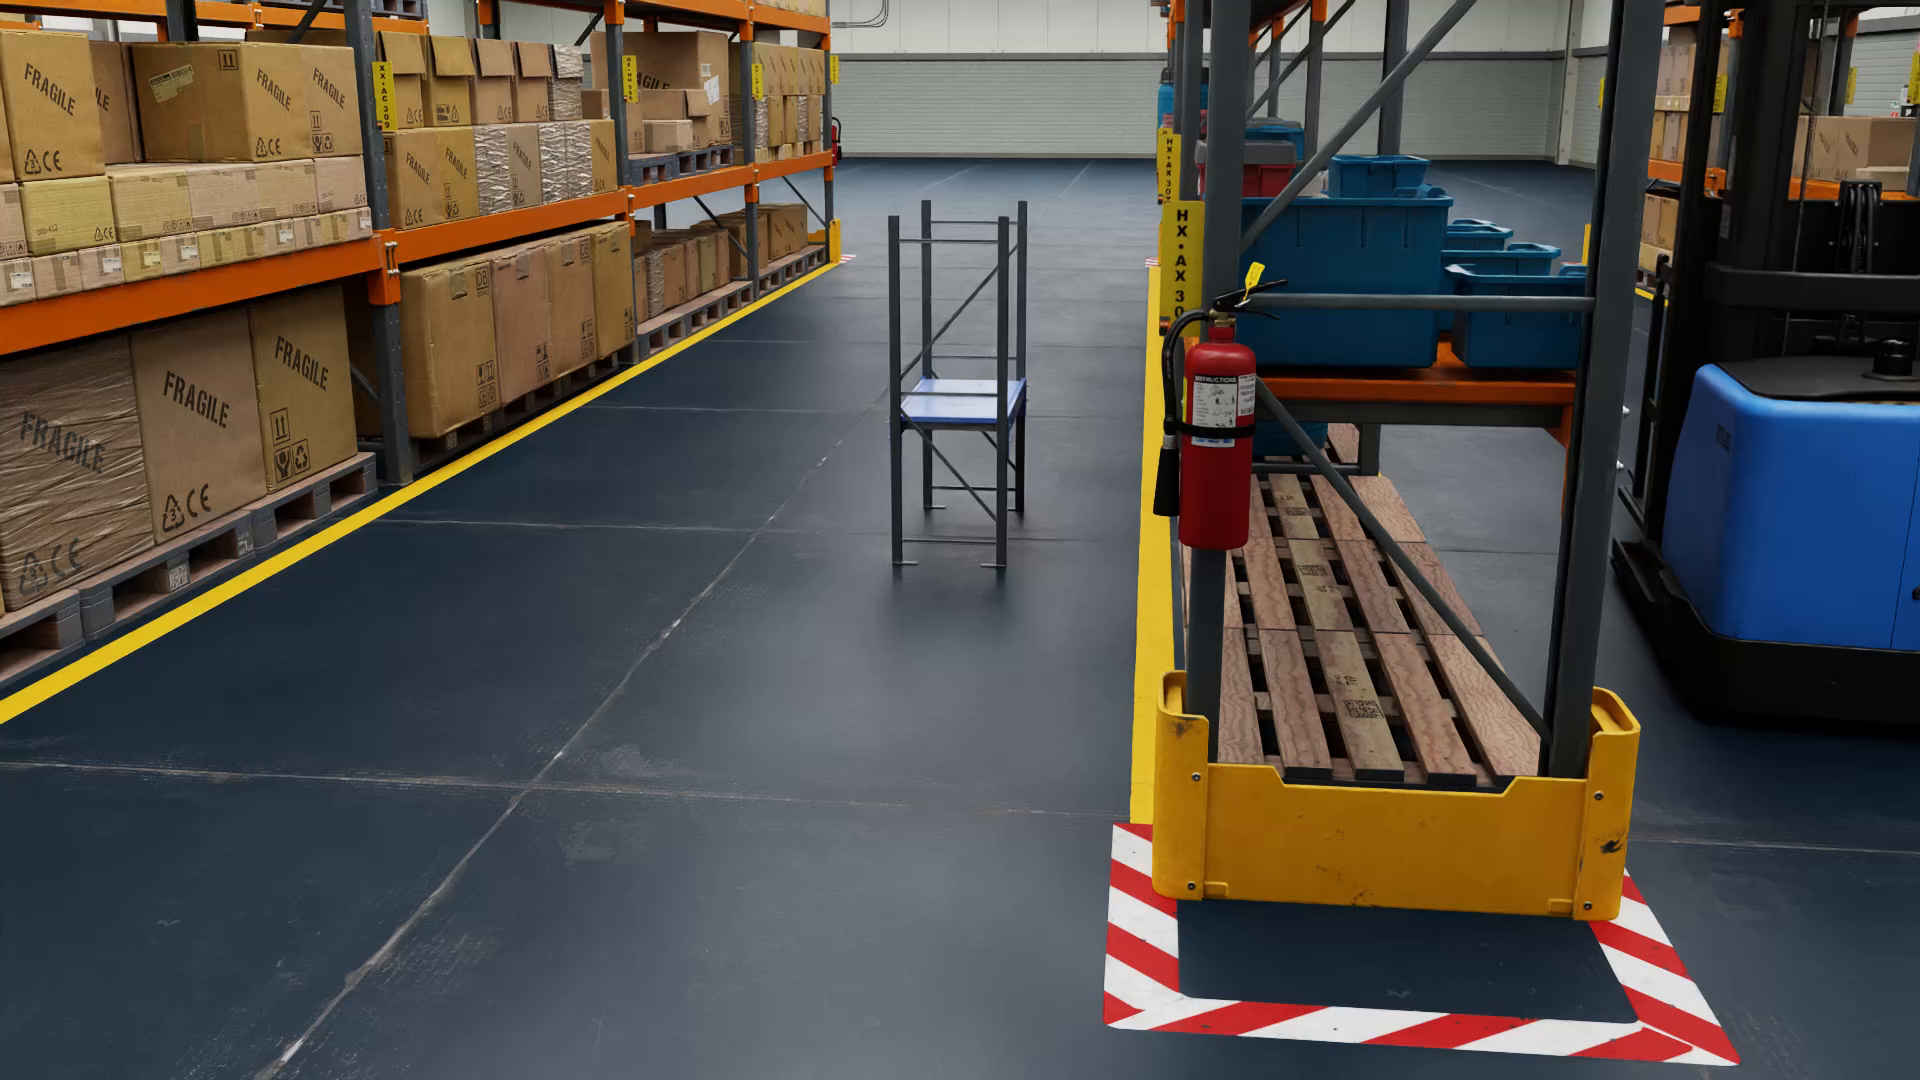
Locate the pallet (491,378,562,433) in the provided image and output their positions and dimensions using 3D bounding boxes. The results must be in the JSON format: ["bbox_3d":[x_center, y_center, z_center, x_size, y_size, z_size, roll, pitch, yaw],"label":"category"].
[{"bbox_3d":[-3.238,-0.920,10.661,1.003,0.211,1.213,2,15,6],"label":"pallet"}]

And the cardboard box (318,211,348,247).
[{"bbox_3d":[-3.123,-1.470,7.832,0.380,0.149,0.250,2,15,7],"label":"cardboard box"}]

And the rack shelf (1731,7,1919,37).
[{"bbox_3d":[7.134,-4.111,12.750,1.077,0.370,4.000,2,15,6],"label":"rack shelf"}]

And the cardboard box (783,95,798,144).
[{"bbox_3d":[-2.226,-4.518,17.863,0.875,0.500,0.500,2,15,6],"label":"cardboard box"}]

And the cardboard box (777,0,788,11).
[{"bbox_3d":[-2.056,-5.572,17.064,0.500,0.250,0.500,1,15,4],"label":"cardboard box"}]

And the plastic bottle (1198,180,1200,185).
[{"bbox_3d":[1.300,-1.747,8.616,0.152,0.276,0.135,2,15,6],"label":"plastic bottle"}]

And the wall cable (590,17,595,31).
[{"bbox_3d":[-12.753,-15.045,52.011,3.097,2.526,0.112,2,15,6],"label":"wall cable"}]

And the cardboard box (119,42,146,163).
[{"bbox_3d":[-3.757,-1.936,7.355,0.500,0.500,0.500,2,15,6],"label":"cardboard box"}]

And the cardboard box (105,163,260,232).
[{"bbox_3d":[-3.288,-1.429,6.918,0.500,0.250,0.500,2,15,7],"label":"cardboard box"}]

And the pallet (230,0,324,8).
[{"bbox_3d":[-7.297,-5.611,17.089,1.003,0.211,1.213,2,15,6],"label":"pallet"}]

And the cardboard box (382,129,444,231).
[{"bbox_3d":[-3.085,-1.907,8.776,0.500,0.500,0.500,2,15,6],"label":"cardboard box"}]

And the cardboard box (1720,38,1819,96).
[{"bbox_3d":[7.403,-4.319,15.210,0.700,0.500,0.500,2,15,7],"label":"cardboard box"}]

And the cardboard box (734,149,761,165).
[{"bbox_3d":[-2.160,-3.747,16.255,0.380,0.149,0.250,2,15,6],"label":"cardboard box"}]

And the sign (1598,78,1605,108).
[{"bbox_3d":[7.260,-5.040,18.745,0.100,0.325,0.005,2,15,6],"label":"sign"}]

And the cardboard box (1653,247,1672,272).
[{"bbox_3d":[7.303,-2.790,16.698,0.500,0.250,0.500,2,15,6],"label":"cardboard box"}]

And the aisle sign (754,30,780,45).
[{"bbox_3d":[-2.323,-6.139,19.638,0.394,0.787,0.004,2,15,6],"label":"aisle sign"}]

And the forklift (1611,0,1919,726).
[{"bbox_3d":[3.256,-1.153,6.310,1.130,2.935,3.031,4,16,13],"label":"forklift"}]

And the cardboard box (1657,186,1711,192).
[{"bbox_3d":[8.046,-3.656,18.462,0.500,0.500,0.500,2,15,6],"label":"cardboard box"}]

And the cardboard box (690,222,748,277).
[{"bbox_3d":[-2.398,-2.920,16.699,0.500,0.500,0.500,1,15,5],"label":"cardboard box"}]

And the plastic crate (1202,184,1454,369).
[{"bbox_3d":[0.936,-0.702,4.328,0.616,0.435,0.499,2,15,6],"label":"plastic crate"}]

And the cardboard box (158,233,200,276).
[{"bbox_3d":[-3.269,-1.137,6.603,0.380,0.149,0.250,2,15,7],"label":"cardboard box"}]

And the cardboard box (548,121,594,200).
[{"bbox_3d":[-2.806,-2.568,11.221,0.500,0.500,0.500,2,15,6],"label":"cardboard box"}]

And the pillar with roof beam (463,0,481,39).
[{"bbox_3d":[-10.122,-15.692,48.455,9.100,9.000,0.400,2,15,6],"label":"pillar with roof beam"}]

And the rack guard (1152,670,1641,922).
[{"bbox_3d":[1.094,0.650,4.301,1.175,0.500,0.348,2,15,6],"label":"rack guard"}]

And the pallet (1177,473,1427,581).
[{"bbox_3d":[1.491,-0.063,7.490,1.003,0.211,1.213,2,15,6],"label":"pallet"}]

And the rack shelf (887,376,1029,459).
[{"bbox_3d":[0.010,-0.572,7.595,0.538,0.185,1.000,2,15,6],"label":"rack shelf"}]

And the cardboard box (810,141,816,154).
[{"bbox_3d":[-1.865,-4.527,19.137,0.380,0.149,0.250,2,15,6],"label":"cardboard box"}]

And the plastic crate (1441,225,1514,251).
[{"bbox_3d":[1.588,-0.907,5.477,0.416,0.233,0.300,2,15,6],"label":"plastic crate"}]

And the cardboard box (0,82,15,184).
[{"bbox_3d":[-3.458,-1.389,5.332,0.500,0.500,0.500,1,15,5],"label":"cardboard box"}]

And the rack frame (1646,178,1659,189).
[{"bbox_3d":[7.811,-4.566,18.803,1.000,3.000,0.127,2,15,6],"label":"rack frame"}]

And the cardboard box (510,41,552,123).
[{"bbox_3d":[-3.109,-2.959,10.744,0.797,0.503,0.637,2,15,8],"label":"cardboard box"}]

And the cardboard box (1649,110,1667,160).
[{"bbox_3d":[7.629,-4.229,17.363,0.700,0.500,0.500,2,15,7],"label":"cardboard box"}]

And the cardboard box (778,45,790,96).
[{"bbox_3d":[-2.068,-4.865,17.229,0.500,0.500,0.500,2,15,6],"label":"cardboard box"}]

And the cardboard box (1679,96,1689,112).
[{"bbox_3d":[7.322,-4.296,16.370,0.380,0.149,0.250,2,15,8],"label":"cardboard box"}]

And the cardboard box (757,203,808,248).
[{"bbox_3d":[-2.119,-3.694,19.560,0.500,0.500,0.500,5,16,17],"label":"cardboard box"}]

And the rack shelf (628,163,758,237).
[{"bbox_3d":[-2.709,-2.956,14.224,1.077,0.370,4.000,2,15,6],"label":"rack shelf"}]

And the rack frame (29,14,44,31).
[{"bbox_3d":[-11.878,-5.151,20.965,1.000,3.000,0.127,2,15,6],"label":"rack frame"}]

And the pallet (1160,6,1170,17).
[{"bbox_3d":[2.699,-5.858,18.196,1.003,0.211,1.213,2,15,6],"label":"pallet"}]

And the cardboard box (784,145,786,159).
[{"bbox_3d":[-2.043,-4.072,17.456,0.380,0.149,0.250,2,15,6],"label":"cardboard box"}]

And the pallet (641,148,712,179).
[{"bbox_3d":[-2.752,-3.206,14.140,1.003,0.211,1.213,2,15,6],"label":"pallet"}]

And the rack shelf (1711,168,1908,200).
[{"bbox_3d":[7.134,-2.663,13.141,1.077,0.370,4.000,2,15,6],"label":"rack shelf"}]

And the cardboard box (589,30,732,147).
[{"bbox_3d":[-2.712,-4.112,15.169,1.000,1.000,1.000,2,15,7],"label":"cardboard box"}]

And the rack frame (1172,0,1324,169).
[{"bbox_3d":[1.987,-2.638,11.672,1.000,3.000,0.127,2,15,6],"label":"rack frame"}]

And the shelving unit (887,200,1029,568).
[{"bbox_3d":[0.010,-0.746,7.548,0.538,1.500,1.048,2,15,6],"label":"shelving unit"}]

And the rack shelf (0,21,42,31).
[{"bbox_3d":[-12.104,-5.733,18.749,1.077,0.370,4.000,2,15,6],"label":"rack shelf"}]

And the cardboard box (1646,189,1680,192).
[{"bbox_3d":[7.475,-3.541,18.039,0.500,0.500,0.500,2,15,6],"label":"cardboard box"}]

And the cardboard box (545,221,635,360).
[{"bbox_3d":[-3.033,-1.783,11.775,1.225,0.875,0.875,1,15,4],"label":"cardboard box"}]

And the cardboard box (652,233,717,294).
[{"bbox_3d":[-2.646,-2.546,15.275,0.700,0.500,0.500,2,15,6],"label":"cardboard box"}]

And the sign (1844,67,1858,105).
[{"bbox_3d":[7.900,-4.036,14.775,0.100,0.325,0.005,2,15,6],"label":"sign"}]

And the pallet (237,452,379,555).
[{"bbox_3d":[-3.549,-0.206,8.018,1.003,0.211,1.213,2,15,6],"label":"pallet"}]

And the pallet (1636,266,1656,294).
[{"bbox_3d":[7.626,-2.705,17.262,1.003,0.211,1.213,2,15,6],"label":"pallet"}]

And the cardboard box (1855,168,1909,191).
[{"bbox_3d":[6.735,-2.612,12.055,0.380,0.149,0.250,2,15,6],"label":"cardboard box"}]

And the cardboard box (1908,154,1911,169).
[{"bbox_3d":[7.202,-2.675,11.978,0.500,0.311,0.500,2,15,6],"label":"cardboard box"}]

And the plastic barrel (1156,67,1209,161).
[{"bbox_3d":[2.094,-3.826,15.106,0.600,0.901,0.708,2,15,6],"label":"plastic barrel"}]

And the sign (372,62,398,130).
[{"bbox_3d":[-2.834,-2.187,8.193,0.100,0.325,0.005,2,15,6],"label":"sign"}]

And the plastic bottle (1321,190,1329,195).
[{"bbox_3d":[1.882,-1.707,8.611,0.097,0.201,0.097,0,15,0],"label":"plastic bottle"}]

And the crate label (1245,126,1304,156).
[{"bbox_3d":[2.368,-2.905,12.591,0.502,0.435,0.616,2,15,6],"label":"crate label"}]
